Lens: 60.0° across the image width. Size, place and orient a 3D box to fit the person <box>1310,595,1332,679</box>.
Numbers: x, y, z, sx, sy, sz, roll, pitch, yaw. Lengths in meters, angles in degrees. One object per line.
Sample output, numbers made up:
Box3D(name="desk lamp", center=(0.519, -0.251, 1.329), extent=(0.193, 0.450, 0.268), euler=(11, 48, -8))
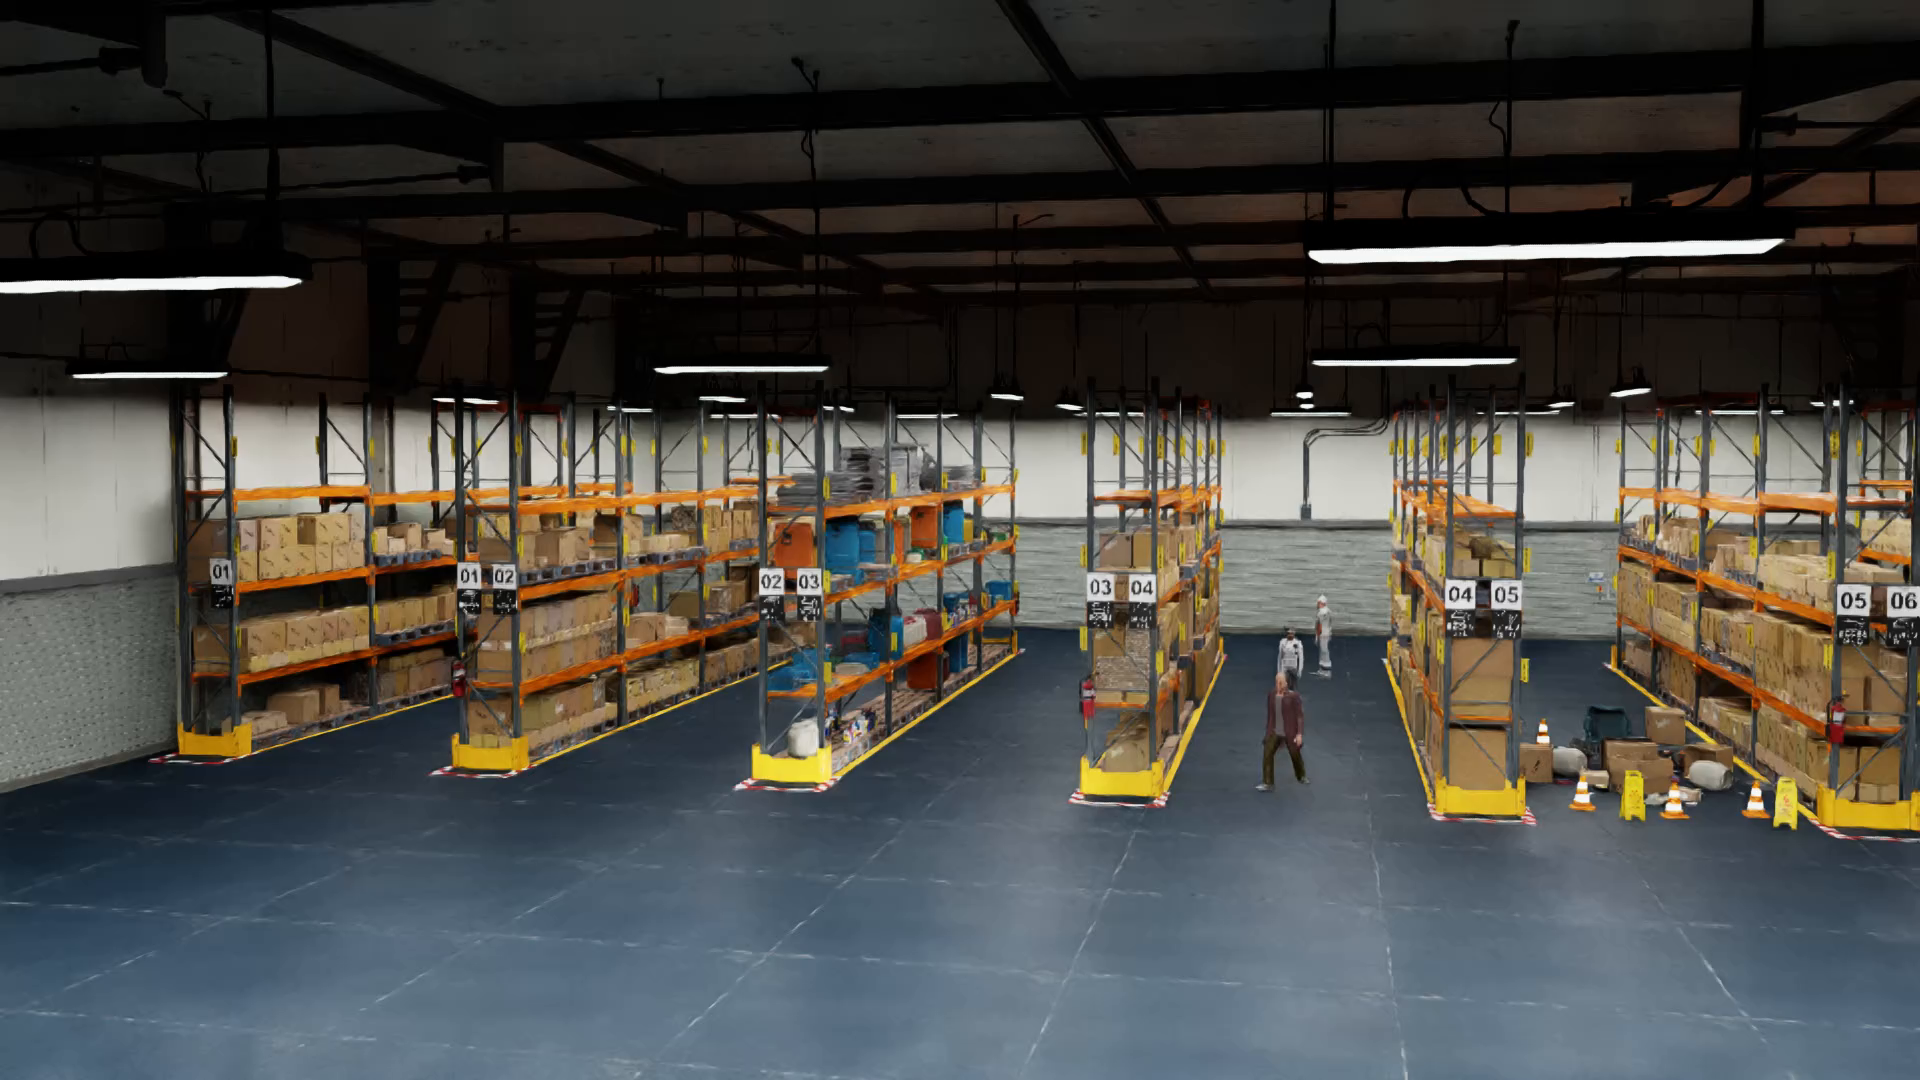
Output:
Box3D(name="person", center=(7.807, 2.085, 35.916), extent=(0.538, 1.788, 0.626), euler=(2, 4, 29))

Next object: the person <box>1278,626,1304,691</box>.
Box3D(name="person", center=(6.308, 2.408, 31.706), extent=(0.489, 1.587, 1.075), euler=(1, 3, 10))

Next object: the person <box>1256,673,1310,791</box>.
Box3D(name="person", center=(4.734, 2.785, 24.272), extent=(0.634, 1.723, 1.045), euler=(2, 4, 32))
